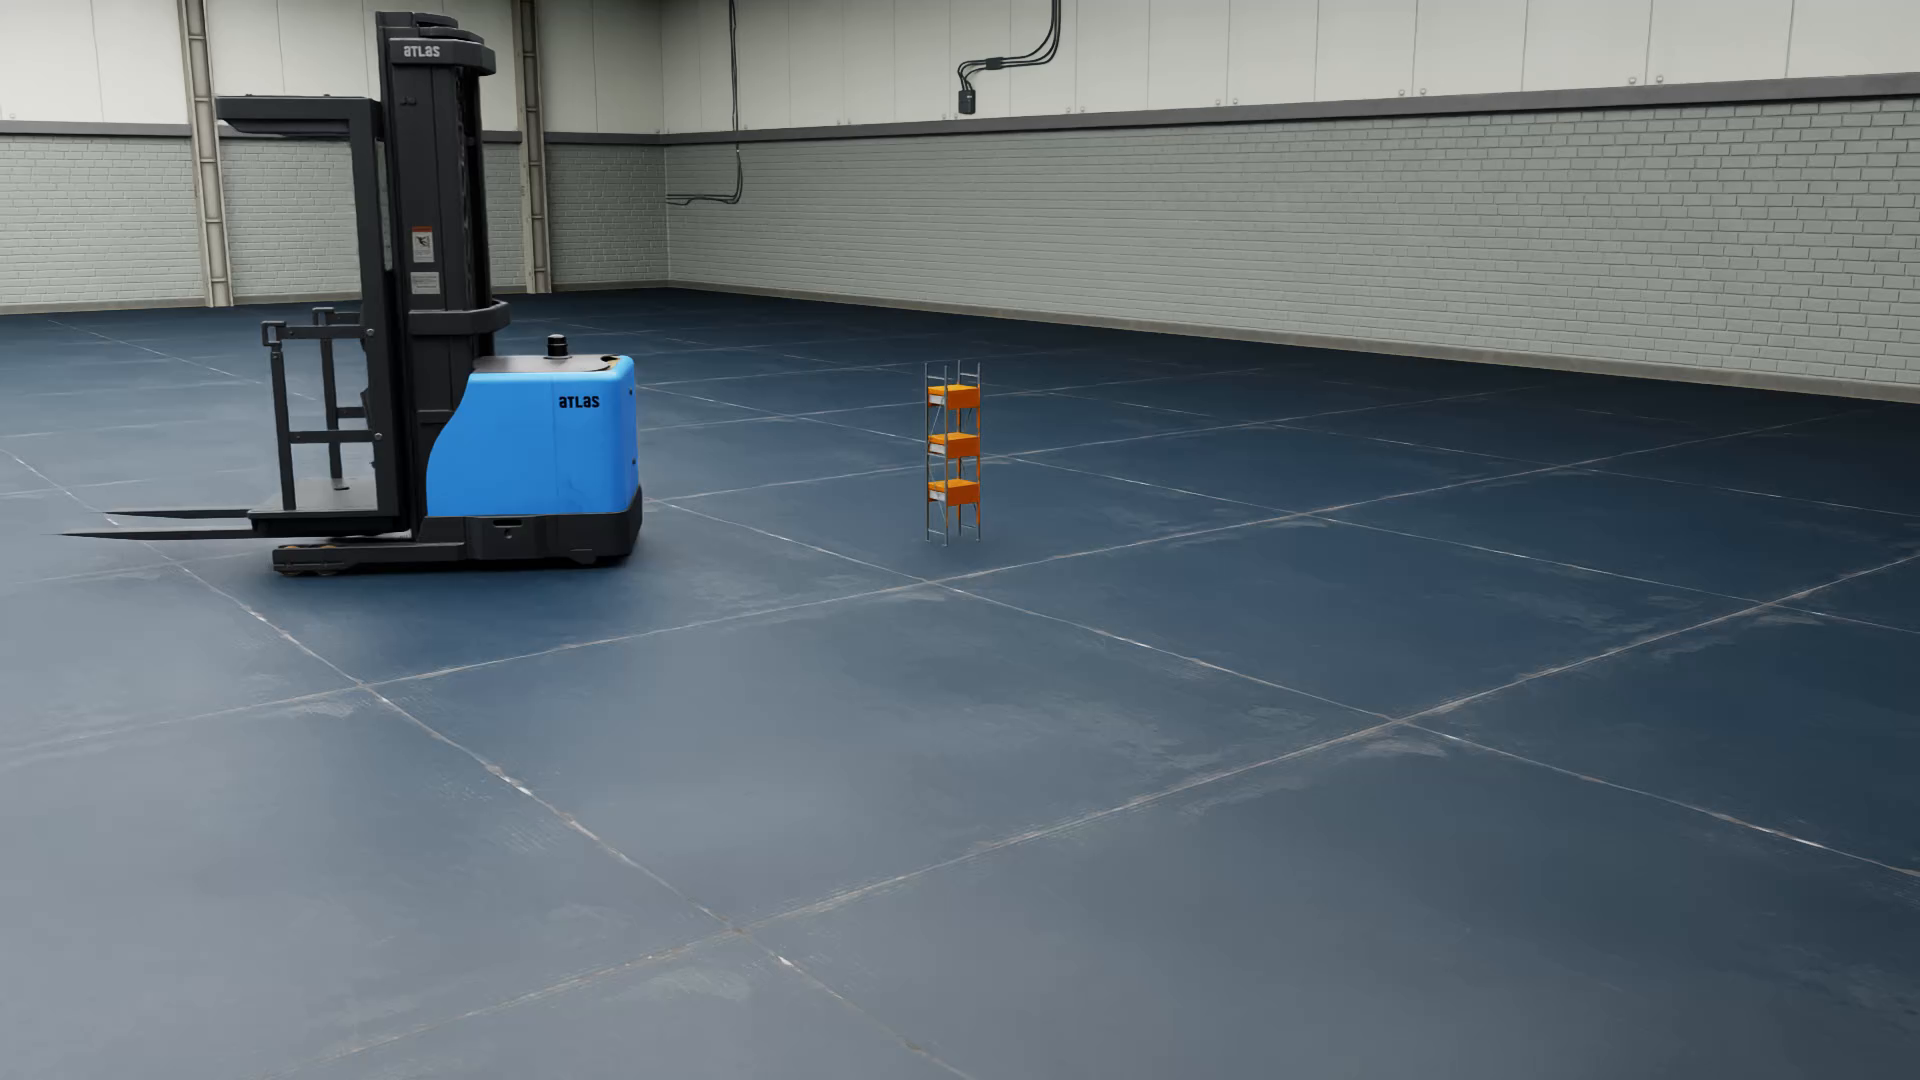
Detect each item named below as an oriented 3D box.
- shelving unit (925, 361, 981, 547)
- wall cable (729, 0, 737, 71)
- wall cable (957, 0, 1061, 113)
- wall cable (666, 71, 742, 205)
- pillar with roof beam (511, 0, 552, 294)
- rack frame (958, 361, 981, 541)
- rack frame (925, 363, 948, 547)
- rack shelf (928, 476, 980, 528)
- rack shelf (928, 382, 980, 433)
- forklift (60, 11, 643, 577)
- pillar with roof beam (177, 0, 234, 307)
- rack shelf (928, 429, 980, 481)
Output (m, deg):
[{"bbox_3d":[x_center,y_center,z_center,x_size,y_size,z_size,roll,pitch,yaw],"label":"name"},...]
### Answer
[{"bbox_3d":[-0.042,-0.507,9.717,0.252,1.050,0.215,-9,15,-38],"label":"shelving unit"},{"bbox_3d":[-3.507,-9.972,30.471,0.112,2.526,3.097,-9,15,-38],"label":"wall cable"},{"bbox_3d":[0.721,-9.580,25.125,0.169,6.003,2.305,-9,15,-38],"label":"wall cable"},{"bbox_3d":[-5.197,-7.940,33.062,0.112,2.526,3.097,-9,15,-38],"label":"wall cable"},{"bbox_3d":[-5.635,-8.593,28.661,0.400,9.000,9.100,-9,15,-38],"label":"pillar with roof beam"},{"bbox_3d":[0.053,-0.522,9.792,0.008,1.050,0.200,-9,15,-38],"label":"rack frame"},{"bbox_3d":[-0.137,-0.491,9.643,0.008,1.050,0.200,-9,15,-38],"label":"rack frame"},{"bbox_3d":[-0.042,-0.224,9.777,0.240,0.259,0.215,-9,15,-38],"label":"rack shelf"},{"bbox_3d":[-0.042,-0.774,9.660,0.240,0.259,0.215,-9,15,-38],"label":"rack shelf"},{"bbox_3d":[-3.374,-1.352,9.169,3.031,2.935,1.130,-1,12,-6],"label":"forklift"},{"bbox_3d":[-10.320,-7.814,24.994,0.400,9.000,9.100,-9,15,-38],"label":"pillar with roof beam"},{"bbox_3d":[-0.042,-0.496,9.719,0.240,0.259,0.215,-9,15,-38],"label":"rack shelf"}]
